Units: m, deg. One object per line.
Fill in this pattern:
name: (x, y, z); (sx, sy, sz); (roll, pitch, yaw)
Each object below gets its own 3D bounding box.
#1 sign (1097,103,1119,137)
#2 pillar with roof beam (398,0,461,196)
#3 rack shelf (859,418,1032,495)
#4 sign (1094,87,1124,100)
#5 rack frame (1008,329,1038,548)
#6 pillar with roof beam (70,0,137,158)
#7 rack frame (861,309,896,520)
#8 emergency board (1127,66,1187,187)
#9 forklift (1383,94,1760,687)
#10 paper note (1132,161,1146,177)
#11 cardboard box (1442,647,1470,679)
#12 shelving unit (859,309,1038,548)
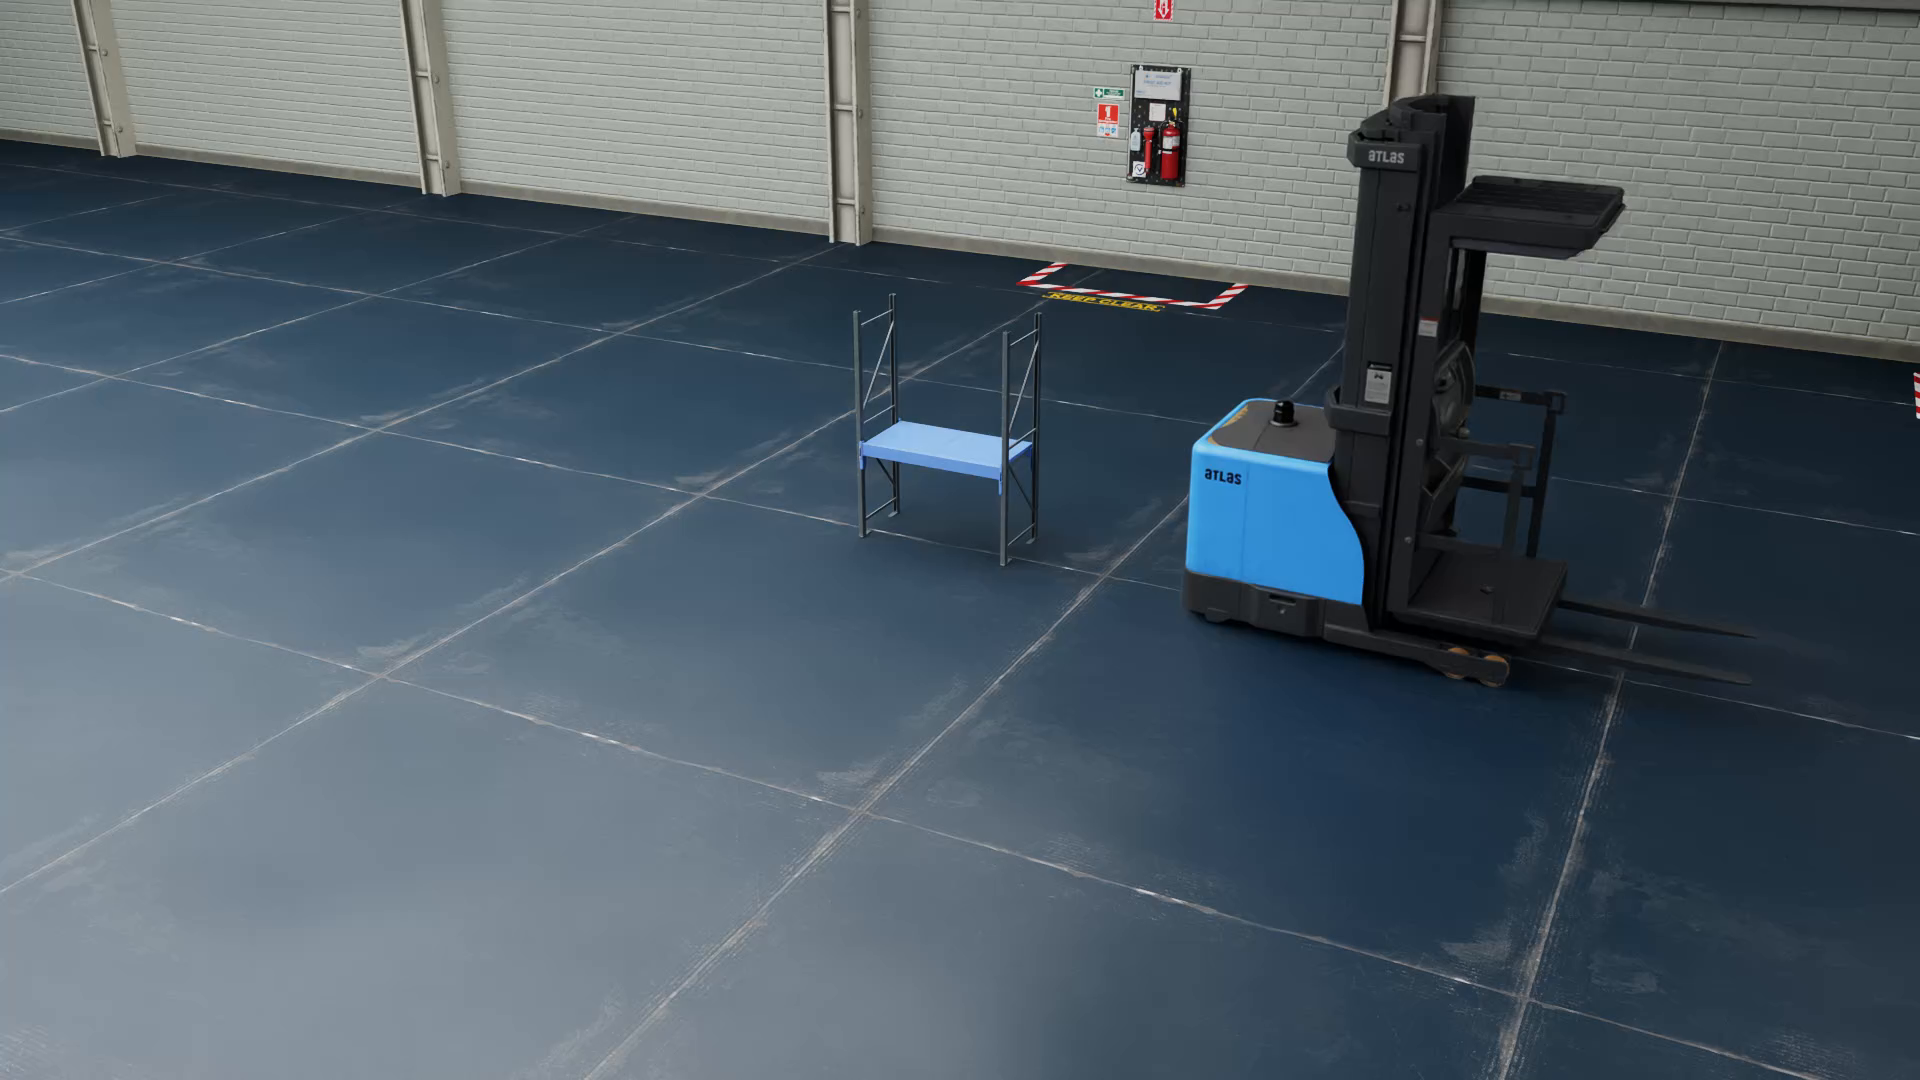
sign: (1.504, -4.268, 16.908); (0.234, 0.329, 0.001); (11, 25, 25)
pillar with roof beam: (-8.512, -7.044, 15.816); (0.400, 9.000, 9.100); (11, 25, 25)
rack shelf: (-0.076, -0.540, 10.562); (1.000, 0.185, 0.538); (11, 25, 25)
sign: (1.505, -4.508, 16.795); (0.331, 0.109, 0.001); (11, 25, 25)
rack frame: (0.377, -0.615, 10.279); (0.013, 1.308, 0.475); (11, 25, 25)
pillar with roof beam: (-13.866, -8.104, 18.307); (0.400, 9.000, 9.100); (11, 25, 25)
rack frame: (-0.531, -0.794, 10.702); (0.013, 1.308, 0.475); (11, 25, 25)
emergency board: (1.954, -4.117, 16.598); (0.636, 1.158, 0.192); (11, 25, 25)
forklift: (2.834, -0.799, 8.883); (3.031, 2.935, 1.121); (12, 26, 25)
paper note: (1.825, -3.768, 16.903); (0.142, 0.148, 0.016); (11, 25, 25)
cardboard box: (2.683, 0.665, 8.985); (0.160, 0.156, 0.130); (11, 25, 24)
shelving unit: (-0.076, -0.705, 10.492); (1.030, 1.308, 0.538); (11, 25, 25)
